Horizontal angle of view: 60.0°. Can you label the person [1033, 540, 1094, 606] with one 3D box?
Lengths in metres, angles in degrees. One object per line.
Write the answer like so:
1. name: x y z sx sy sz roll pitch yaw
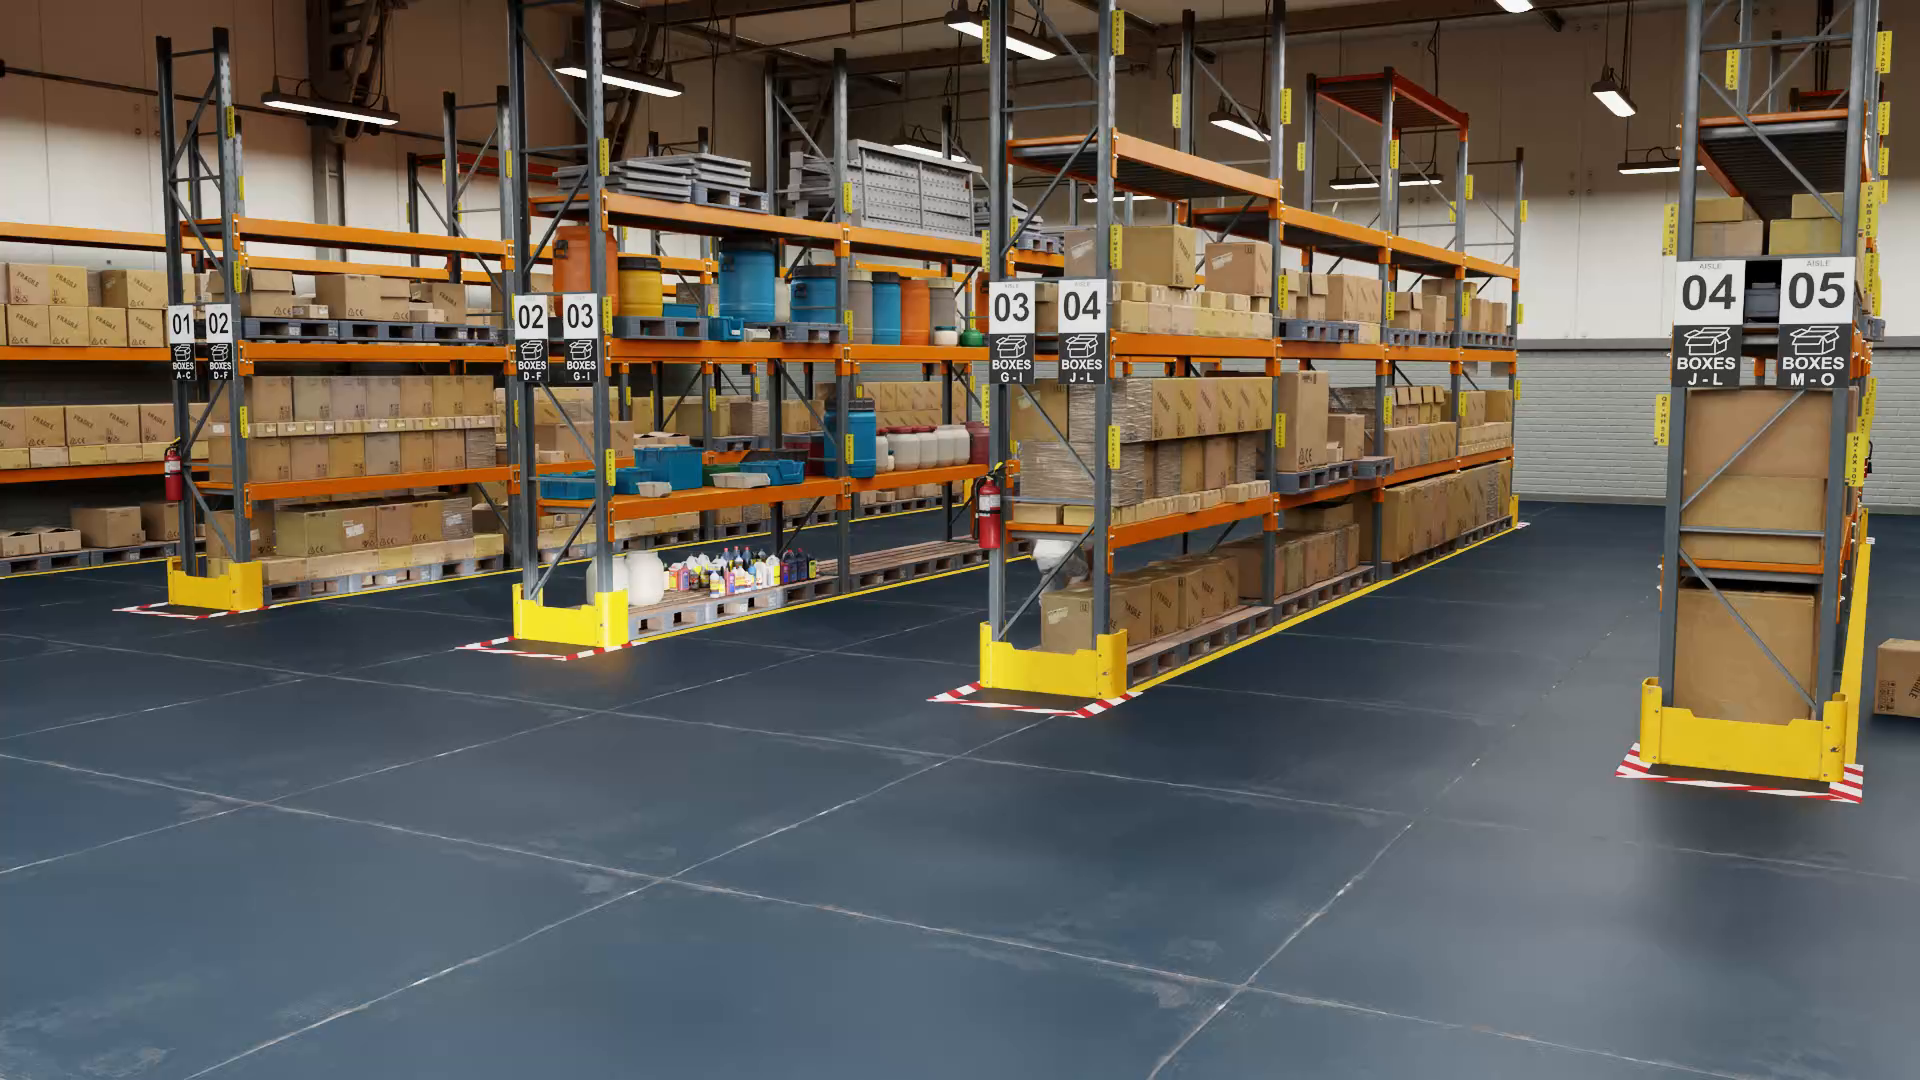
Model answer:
1. person: 1.047 0.190 17.442 0.585 1.111 0.869 3 7 28
